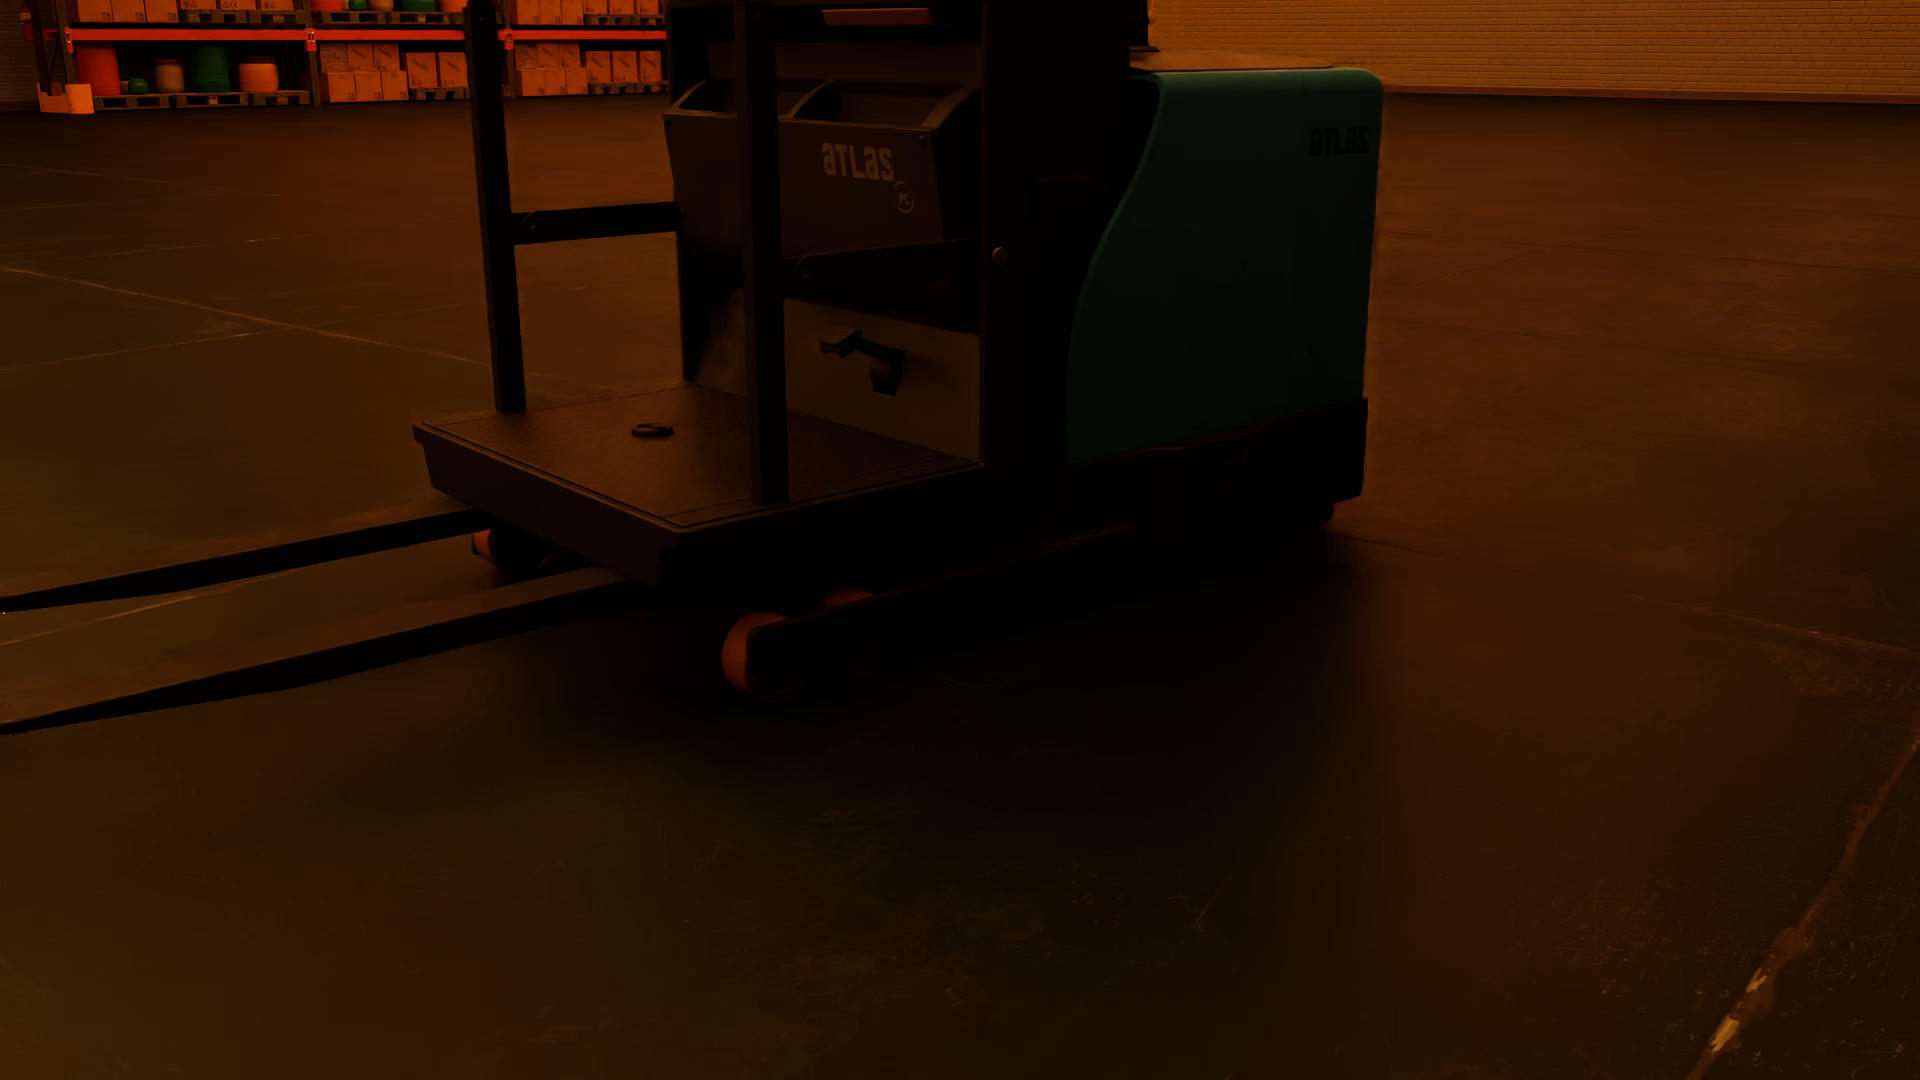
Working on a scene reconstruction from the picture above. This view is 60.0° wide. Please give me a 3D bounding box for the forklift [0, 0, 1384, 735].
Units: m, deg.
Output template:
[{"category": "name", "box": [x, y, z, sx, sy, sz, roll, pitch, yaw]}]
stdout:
[{"category": "forklift", "box": [-0.457, -1.281, 3.117, 3.031, 2.935, 1.130, -14, 22, -39]}]
